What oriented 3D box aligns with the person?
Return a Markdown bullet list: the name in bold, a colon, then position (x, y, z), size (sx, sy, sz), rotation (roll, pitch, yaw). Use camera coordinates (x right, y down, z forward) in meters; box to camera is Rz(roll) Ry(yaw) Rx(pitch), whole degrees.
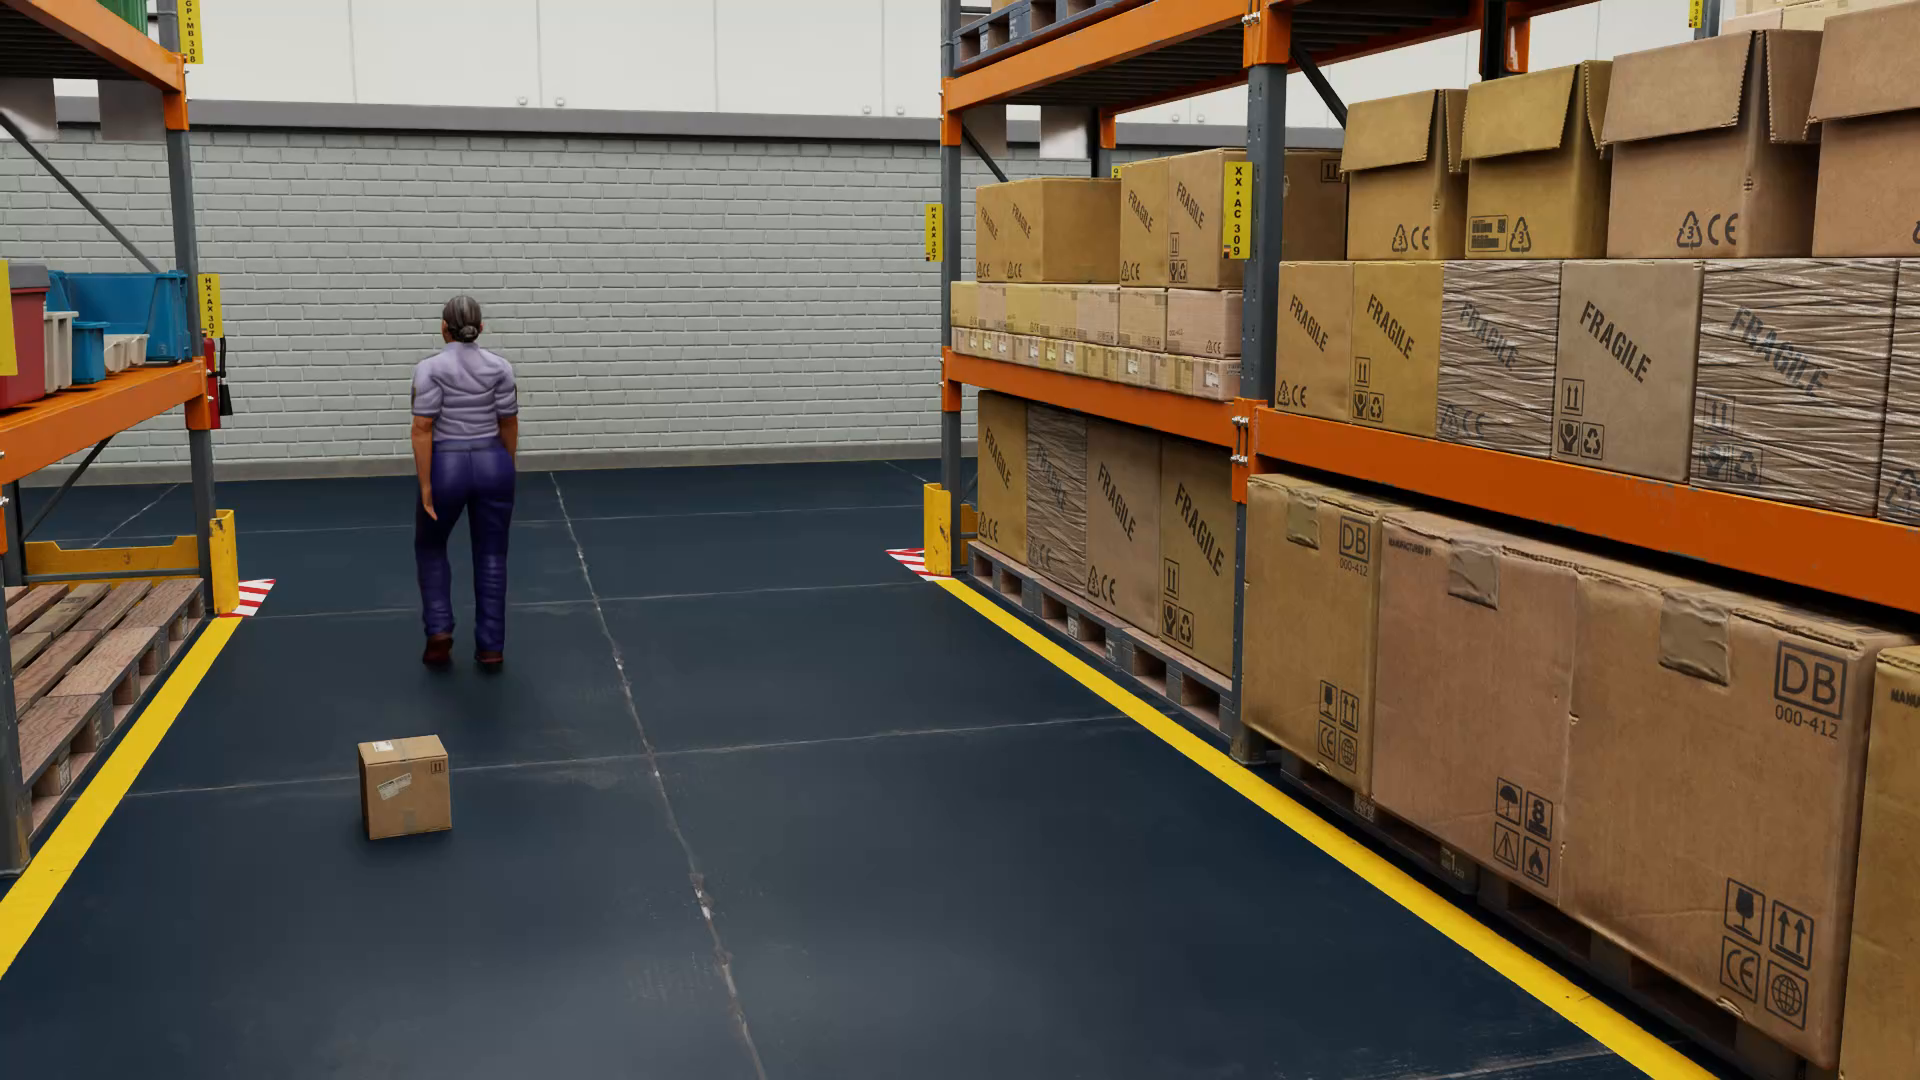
- **person**: position (-2.207, -0.230, 7.428), size (0.479, 1.712, 0.493), rotation (-4, 10, -25)
